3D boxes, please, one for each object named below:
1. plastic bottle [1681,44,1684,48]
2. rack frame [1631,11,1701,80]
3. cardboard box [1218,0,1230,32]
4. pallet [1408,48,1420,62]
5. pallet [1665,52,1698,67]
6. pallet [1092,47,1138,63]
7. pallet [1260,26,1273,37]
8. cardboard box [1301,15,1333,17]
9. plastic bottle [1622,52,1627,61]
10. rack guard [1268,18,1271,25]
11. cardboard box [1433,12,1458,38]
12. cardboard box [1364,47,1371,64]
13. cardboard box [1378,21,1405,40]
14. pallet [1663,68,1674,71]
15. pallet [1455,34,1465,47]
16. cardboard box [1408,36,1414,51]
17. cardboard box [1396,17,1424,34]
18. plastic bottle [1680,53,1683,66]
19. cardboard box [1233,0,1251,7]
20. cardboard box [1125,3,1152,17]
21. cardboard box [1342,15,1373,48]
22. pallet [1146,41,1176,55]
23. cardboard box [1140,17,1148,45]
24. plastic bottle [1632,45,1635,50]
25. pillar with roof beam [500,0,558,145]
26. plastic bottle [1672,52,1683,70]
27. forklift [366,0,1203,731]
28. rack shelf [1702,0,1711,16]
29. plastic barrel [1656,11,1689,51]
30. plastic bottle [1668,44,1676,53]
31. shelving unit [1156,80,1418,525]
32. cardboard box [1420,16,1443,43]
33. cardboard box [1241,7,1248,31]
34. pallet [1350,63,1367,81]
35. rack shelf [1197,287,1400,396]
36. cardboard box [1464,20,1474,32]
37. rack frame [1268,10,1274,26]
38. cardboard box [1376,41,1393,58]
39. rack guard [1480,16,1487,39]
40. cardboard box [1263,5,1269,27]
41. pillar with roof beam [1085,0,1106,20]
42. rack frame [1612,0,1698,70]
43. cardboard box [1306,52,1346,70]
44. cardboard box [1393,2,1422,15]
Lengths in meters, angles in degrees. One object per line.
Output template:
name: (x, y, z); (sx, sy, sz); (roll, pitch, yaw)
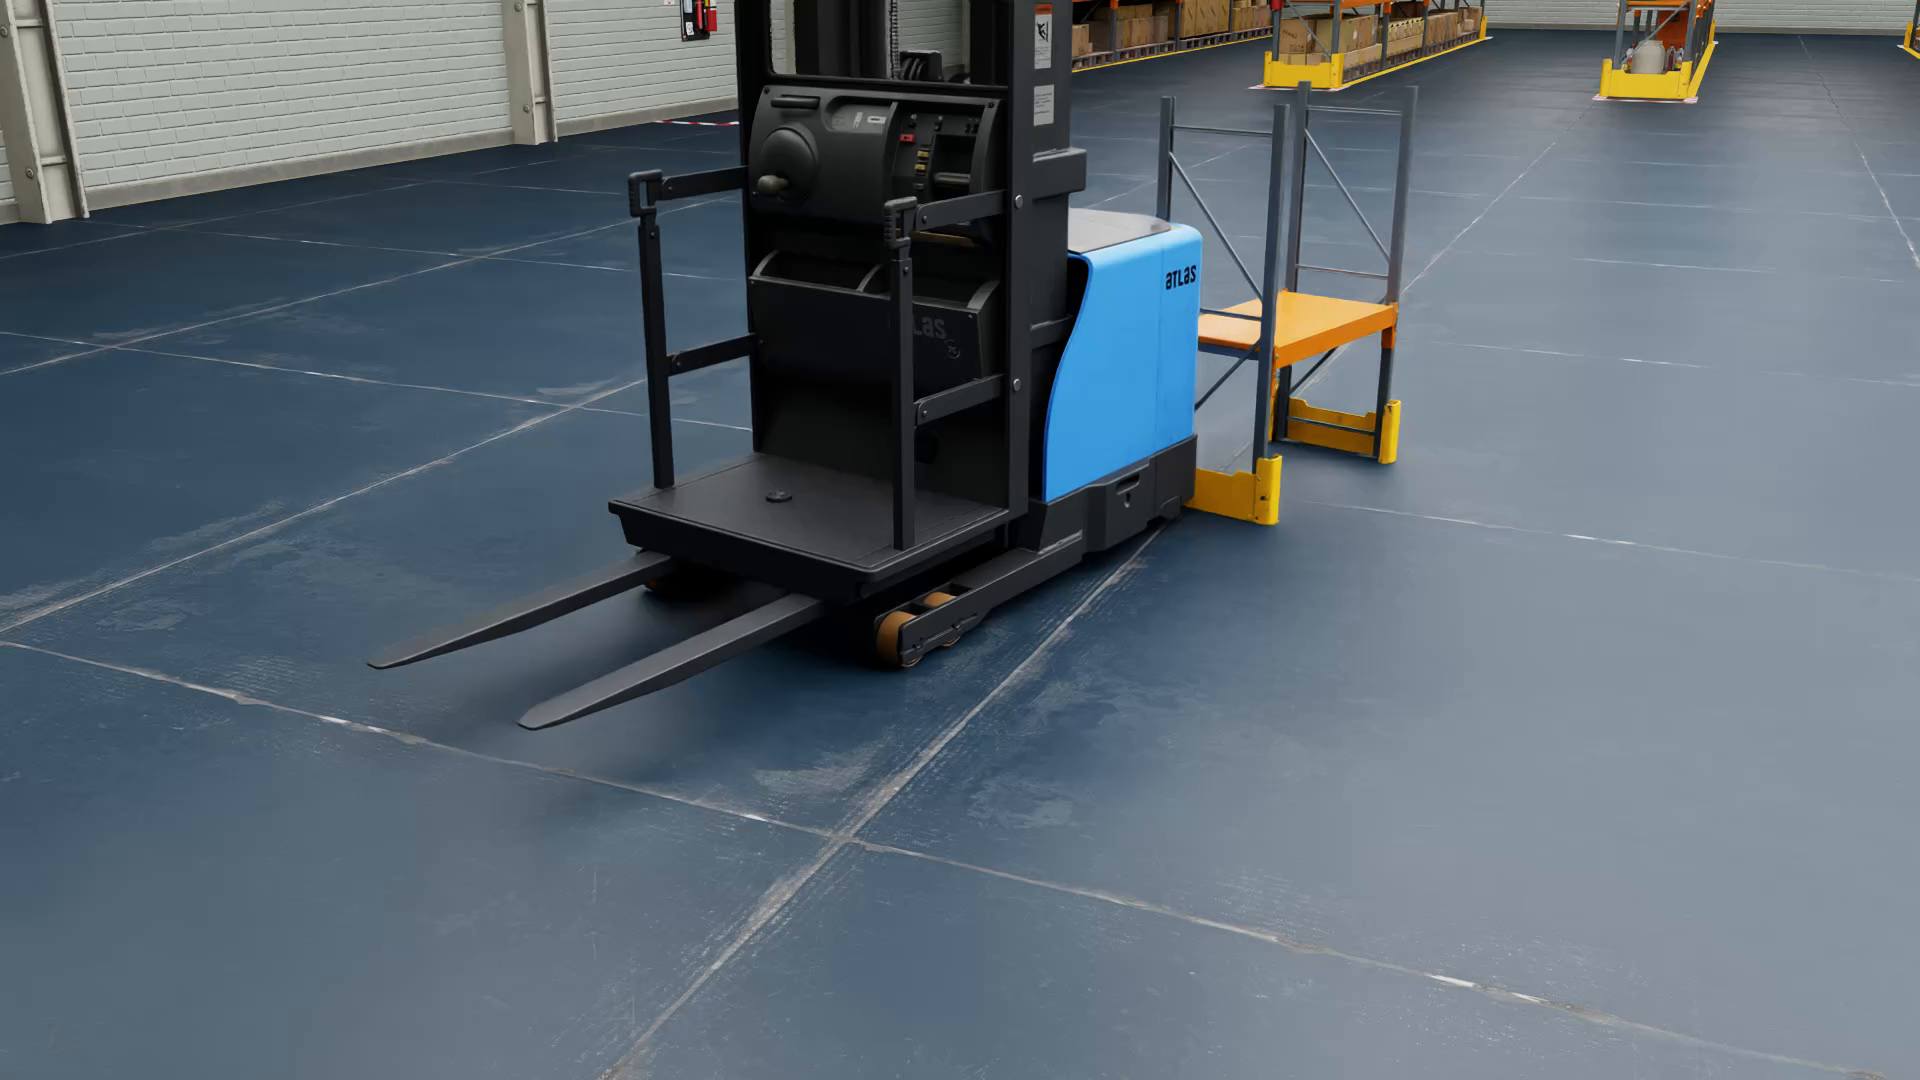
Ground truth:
plastic bottle: (11.443, -7.689, 26.409); (0.144, 0.351, 0.185); (8, 21, 21)
rack frame: (11.443, -8.966, 26.703); (1.000, 3.000, 0.127); (9, 21, 23)
cardboard box: (5.534, -11.739, 37.083); (0.750, 0.750, 0.750); (9, 21, 23)
pallet: (8.191, -9.309, 31.830); (1.003, 0.211, 1.213); (9, 21, 23)
pallet: (12.729, -8.643, 29.958); (1.003, 0.211, 1.213); (9, 21, 23)
pallet: (2.723, -9.250, 31.663); (1.003, 0.211, 1.213); (9, 21, 23)
pallet: (7.063, -12.425, 40.590); (1.003, 0.211, 1.213); (9, 21, 23)
cardboard box: (5.838, -8.345, 27.314); (0.500, 0.500, 0.500); (9, 21, 23)
plastic bottle: (10.189, -7.330, 25.502); (0.061, 0.283, 0.133); (9, 22, 24)
rack guard: (7.329, -12.823, 41.280); (1.175, 0.500, 0.348); (9, 21, 23)
cardboard box: (10.261, -10.932, 35.304); (0.500, 0.500, 0.500); (8, 21, 22)
cardboard box: (6.530, -8.071, 27.663); (0.500, 0.250, 0.500); (9, 21, 23)
cardboard box: (7.743, -9.216, 30.047); (0.500, 0.311, 0.500); (8, 21, 21)
pallet: (11.130, -7.452, 26.609); (1.003, 0.211, 1.213); (9, 21, 23)
pallet: (10.484, -10.988, 36.551); (1.003, 0.211, 1.213); (9, 21, 23)
cardboard box: (8.155, -9.266, 31.024); (0.500, 0.250, 0.500); (9, 22, 24)
cardboard box: (8.574, -9.842, 31.807); (0.500, 0.311, 0.500); (9, 22, 24)
plastic bottle: (10.942, -7.249, 25.272); (0.061, 0.283, 0.133); (9, 21, 24)
cardboard box: (6.601, -12.550, 38.918); (0.380, 0.149, 0.250); (8, 21, 21)
cardboard box: (3.505, -10.538, 33.079); (0.500, 0.250, 0.500); (9, 21, 24)
cardboard box: (6.519, -8.426, 27.543); (0.500, 0.500, 0.500); (9, 21, 23)
pallet: (3.722, -9.996, 33.760); (1.003, 0.211, 1.213); (9, 21, 23)
cardboard box: (3.301, -10.053, 32.834); (0.700, 0.500, 0.500); (8, 21, 22)
plastic bottle: (10.657, -7.678, 26.377); (0.144, 0.351, 0.185); (8, 21, 20)
pillar with roof beam: (-0.722, -8.003, 15.042); (9.100, 9.000, 0.400); (9, 21, 23)
plastic bottle: (11.162, -7.447, 25.840); (0.152, 0.276, 0.135); (9, 21, 24)
forklift: (-0.402, -1.188, 4.936); (1.130, 2.935, 3.031); (14, 24, 34)
rack shelf: (12.262, -9.238, 28.543); (1.077, 0.370, 4.000); (9, 21, 23)
plastic barrel: (13.266, -9.516, 30.862); (0.600, 0.830, 0.708); (9, 21, 23)
plastic bottle: (11.311, -7.708, 26.464); (0.144, 0.351, 0.185); (9, 21, 23)
shelving unit: (1.248, -0.961, 6.433); (0.587, 1.500, 1.083); (15, 25, 37)
cardboard box: (9.430, -10.312, 33.563); (0.500, 0.500, 0.500); (8, 21, 22)
cardboard box: (6.290, -12.159, 38.784); (0.700, 0.500, 0.500); (8, 21, 22)
pallet: (6.064, -7.721, 27.365); (1.003, 0.211, 1.213); (9, 21, 23)
rack shelf: (1.242, -0.789, 6.486); (0.538, 0.185, 1.000); (15, 25, 37)
cardboard box: (11.426, -11.740, 37.952); (0.500, 0.250, 0.500); (9, 21, 23)
rack frame: (7.319, -13.994, 40.840); (1.000, 3.000, 0.127); (9, 21, 23)
cardboard box: (7.317, -8.638, 29.259); (0.500, 0.250, 0.500); (8, 21, 21)
rack guard: (11.809, -12.114, 39.286); (1.175, 0.500, 0.348); (9, 21, 23)
cardboard box: (7.124, -12.786, 40.549); (0.700, 0.500, 0.500); (9, 21, 23)
pillar with roof beam: (6.649, -13.505, 30.514); (9.100, 9.000, 0.400); (9, 21, 23)
rack frame: (9.806, -7.743, 23.265); (1.000, 3.000, 0.127); (9, 21, 23)
cardboard box: (5.711, -7.460, 25.945); (0.500, 0.250, 0.500); (9, 21, 23)
cardboard box: (9.167, -10.902, 34.101); (0.500, 0.250, 0.500); (8, 21, 22)
